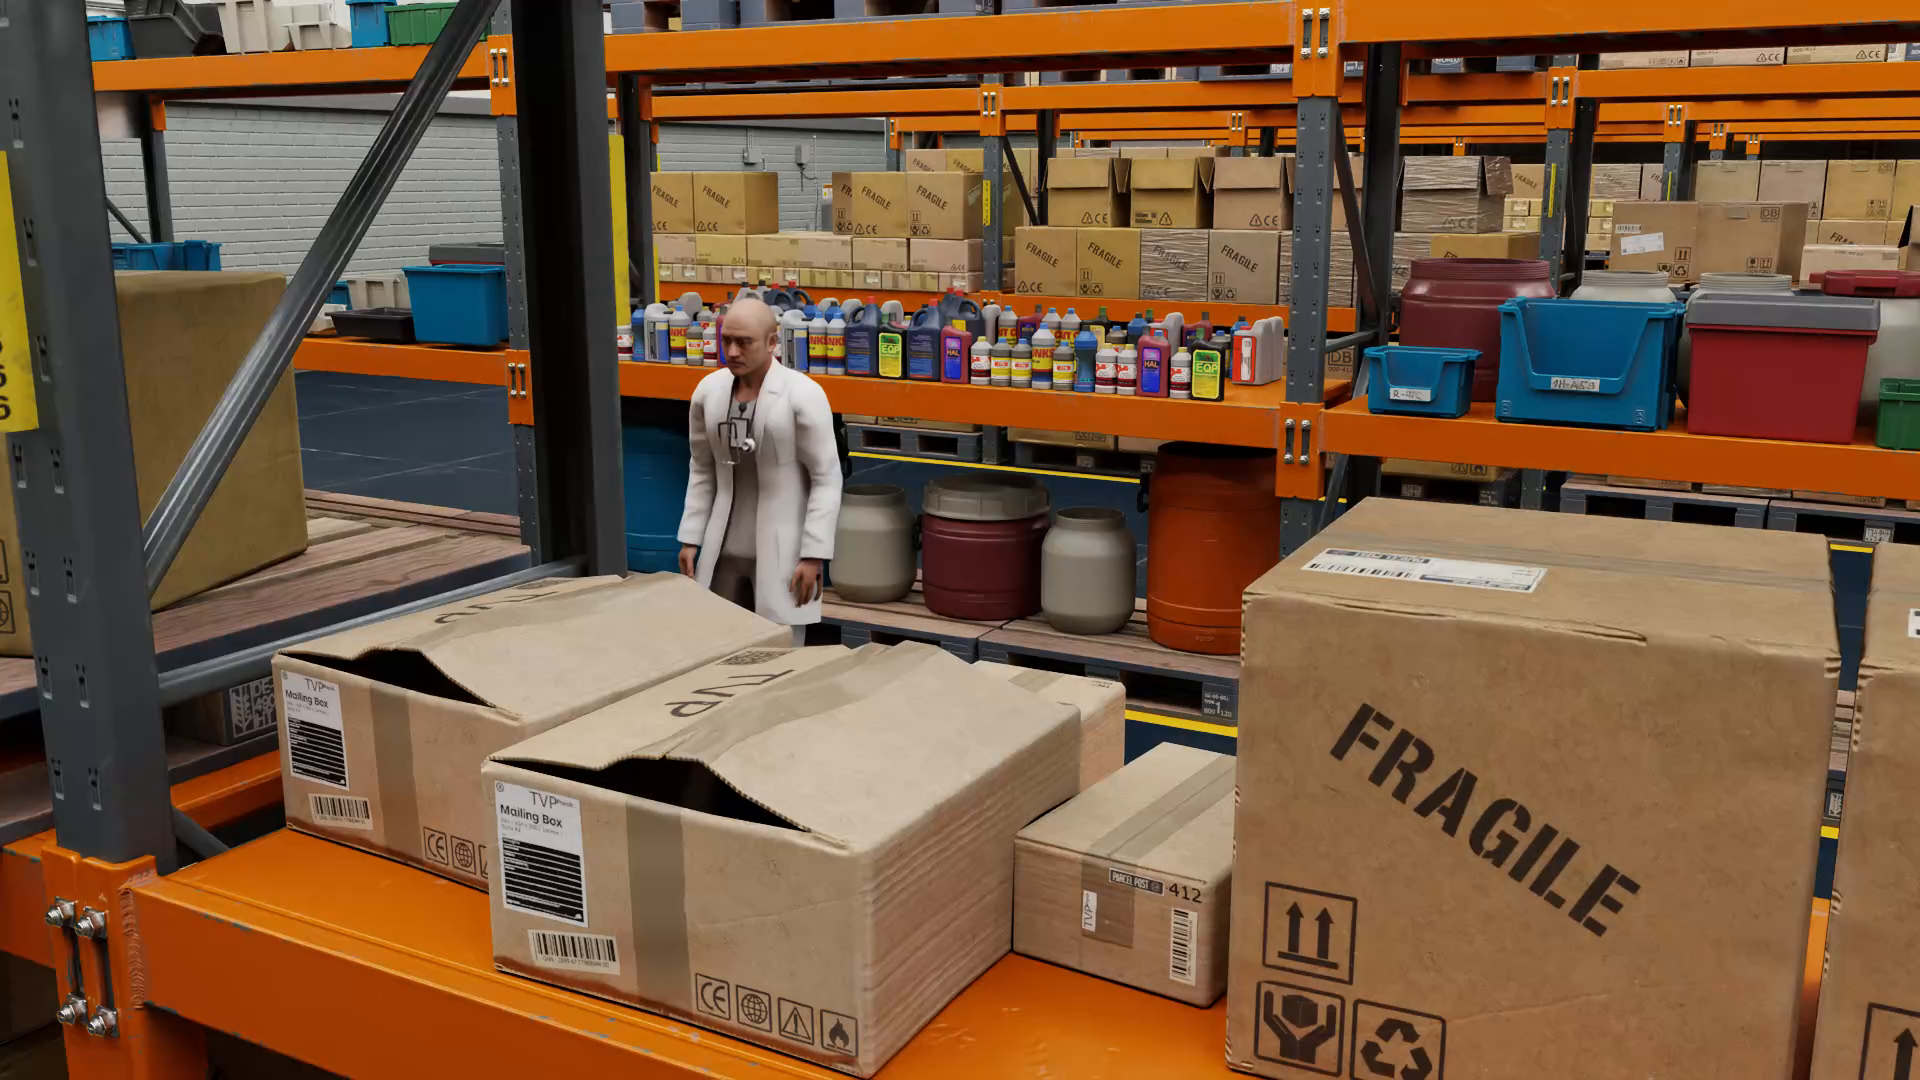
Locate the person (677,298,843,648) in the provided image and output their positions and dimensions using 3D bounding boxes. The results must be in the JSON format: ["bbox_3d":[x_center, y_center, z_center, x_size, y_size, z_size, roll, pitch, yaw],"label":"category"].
[{"bbox_3d":[-0.703,0.055,5.756,0.617,1.774,0.426,6,14,26],"label":"person"}]
